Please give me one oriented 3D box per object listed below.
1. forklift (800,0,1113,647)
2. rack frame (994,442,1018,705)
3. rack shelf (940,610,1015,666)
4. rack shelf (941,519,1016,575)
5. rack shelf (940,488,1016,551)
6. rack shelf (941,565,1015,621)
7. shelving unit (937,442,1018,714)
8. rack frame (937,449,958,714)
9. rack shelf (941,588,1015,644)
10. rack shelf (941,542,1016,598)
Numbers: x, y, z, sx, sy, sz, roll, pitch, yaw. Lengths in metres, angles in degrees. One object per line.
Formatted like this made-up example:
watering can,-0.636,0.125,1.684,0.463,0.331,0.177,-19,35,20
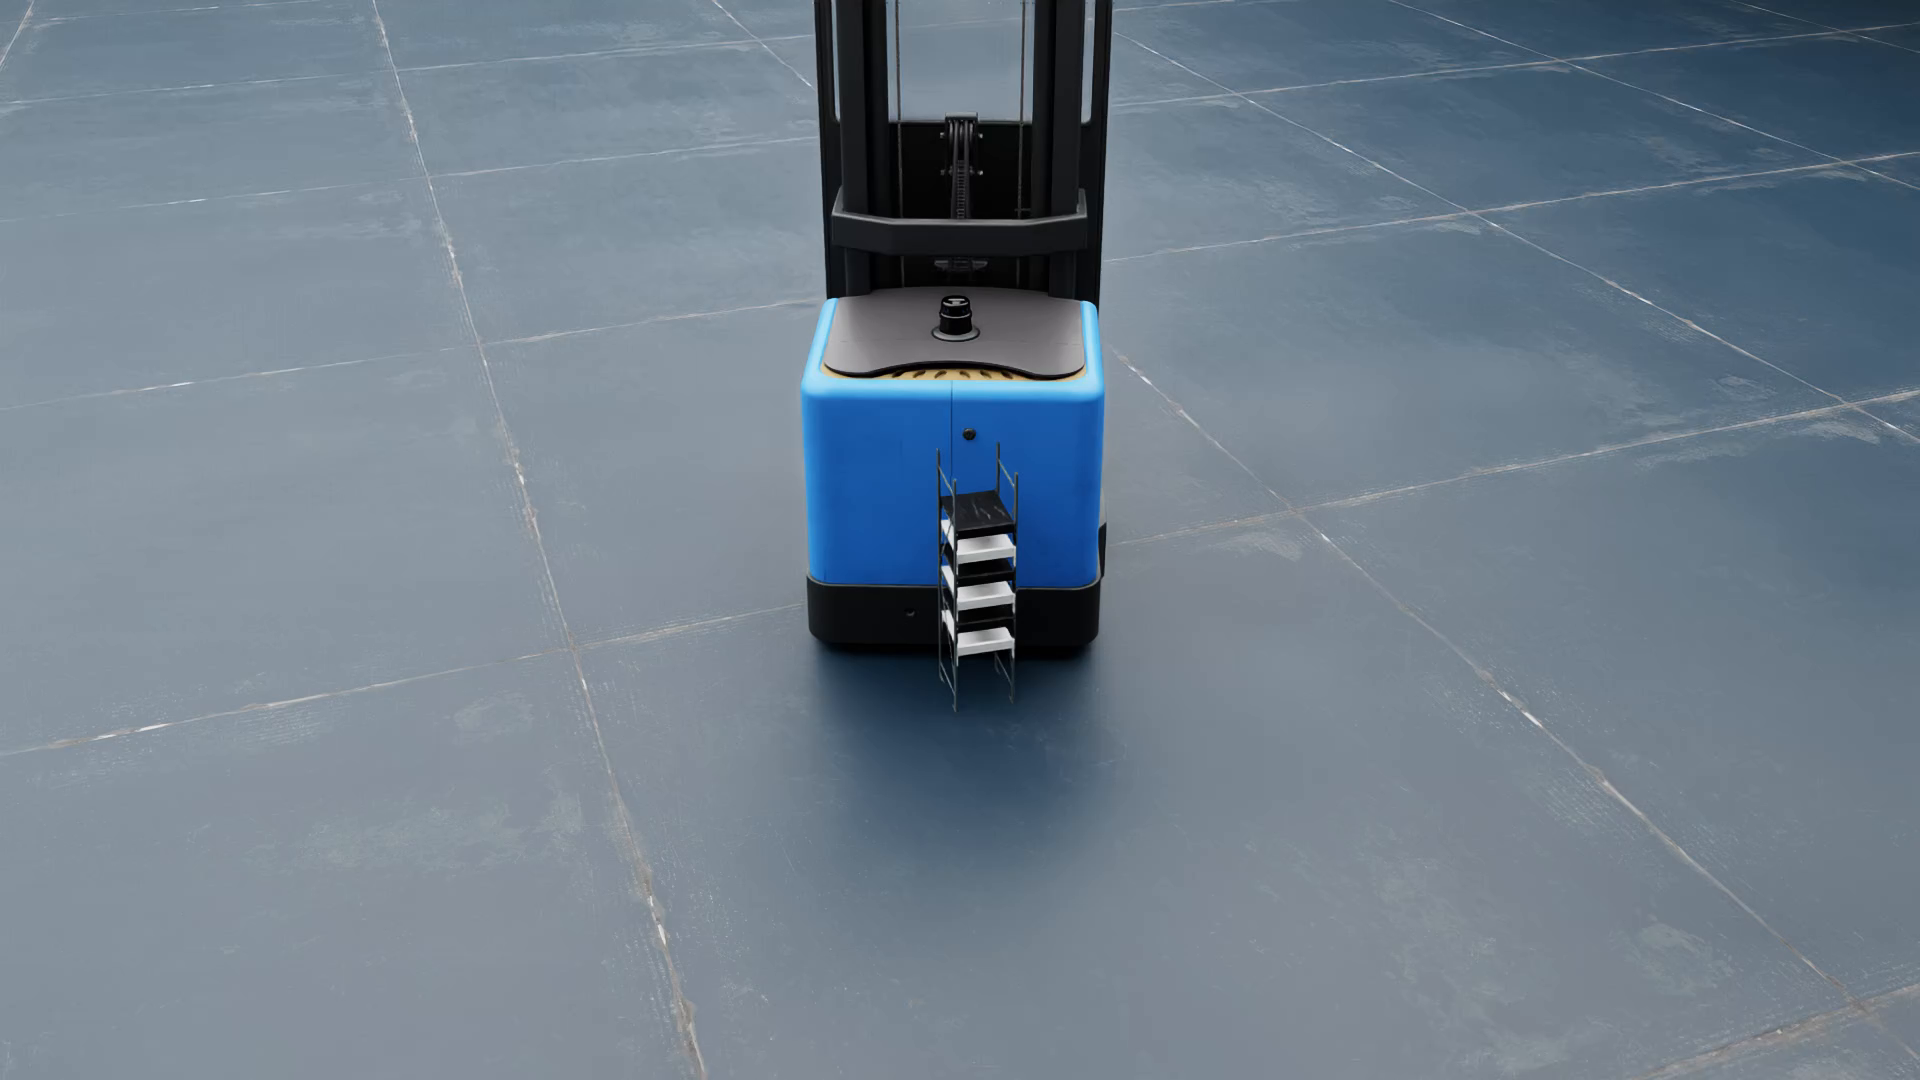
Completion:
forklift,0.020,-1.585,6.571,1.130,2.935,3.031,1,30,2
rack frame,0.155,0.123,5.623,0.006,0.900,0.240,-7,31,-12
rack shelf,0.057,0.320,5.708,0.200,0.077,0.258,-7,31,-12
rack shelf,0.056,0.008,5.528,0.200,0.077,0.258,-7,31,-12
rack shelf,0.055,-0.070,5.483,0.200,0.077,0.258,-7,31,-12
rack shelf,0.056,0.164,5.618,0.200,0.077,0.258,-7,31,-12
shelving unit,0.056,0.135,5.601,0.210,0.900,0.258,-7,31,-12
rack frame,-0.042,0.148,5.580,0.006,0.900,0.240,-7,31,-12
rack shelf,0.056,0.242,5.663,0.200,0.077,0.258,-7,31,-12
rack shelf,0.056,0.086,5.573,0.200,0.077,0.258,-7,31,-12
